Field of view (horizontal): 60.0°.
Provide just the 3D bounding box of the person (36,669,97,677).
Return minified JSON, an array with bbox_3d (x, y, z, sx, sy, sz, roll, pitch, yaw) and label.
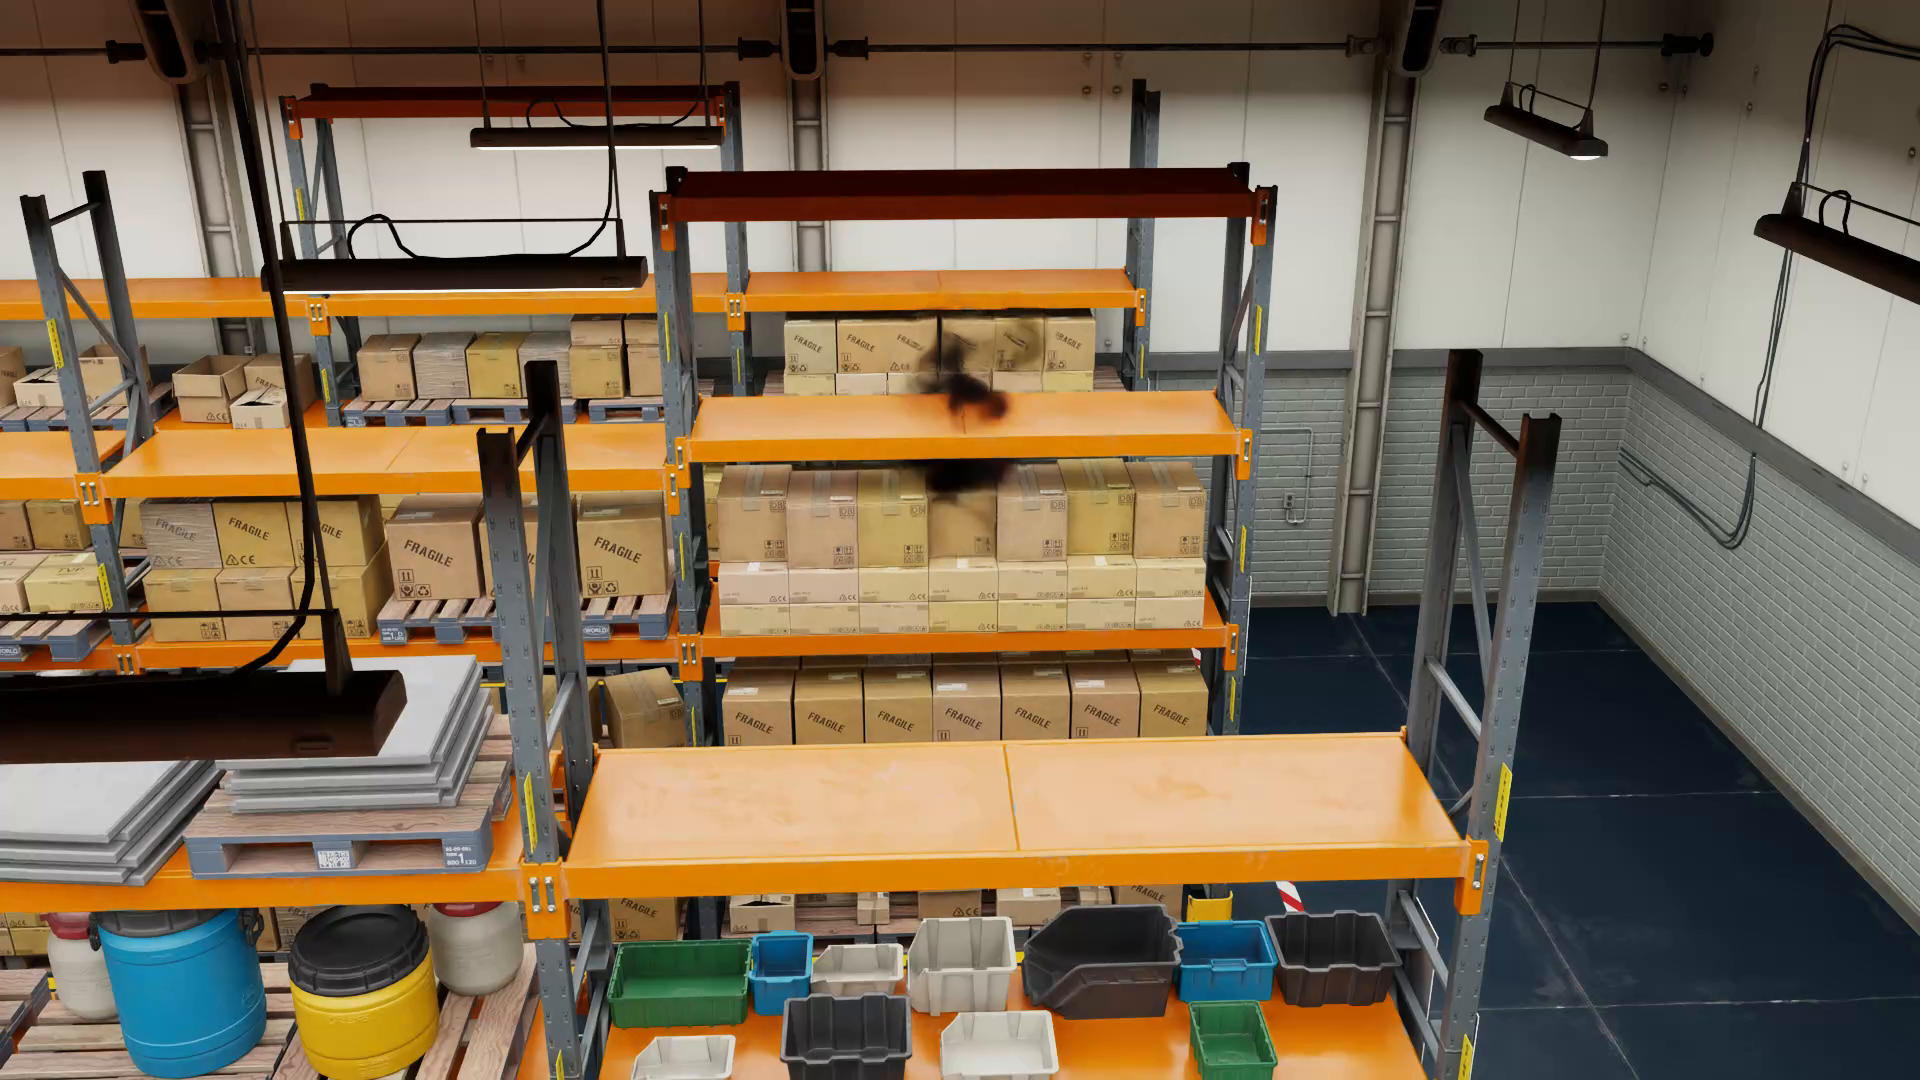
[{"bbox_3d":[-7.955,1.606,14.864,0.922,1.758,0.735,-4,22,-9],"label":"person"}]
